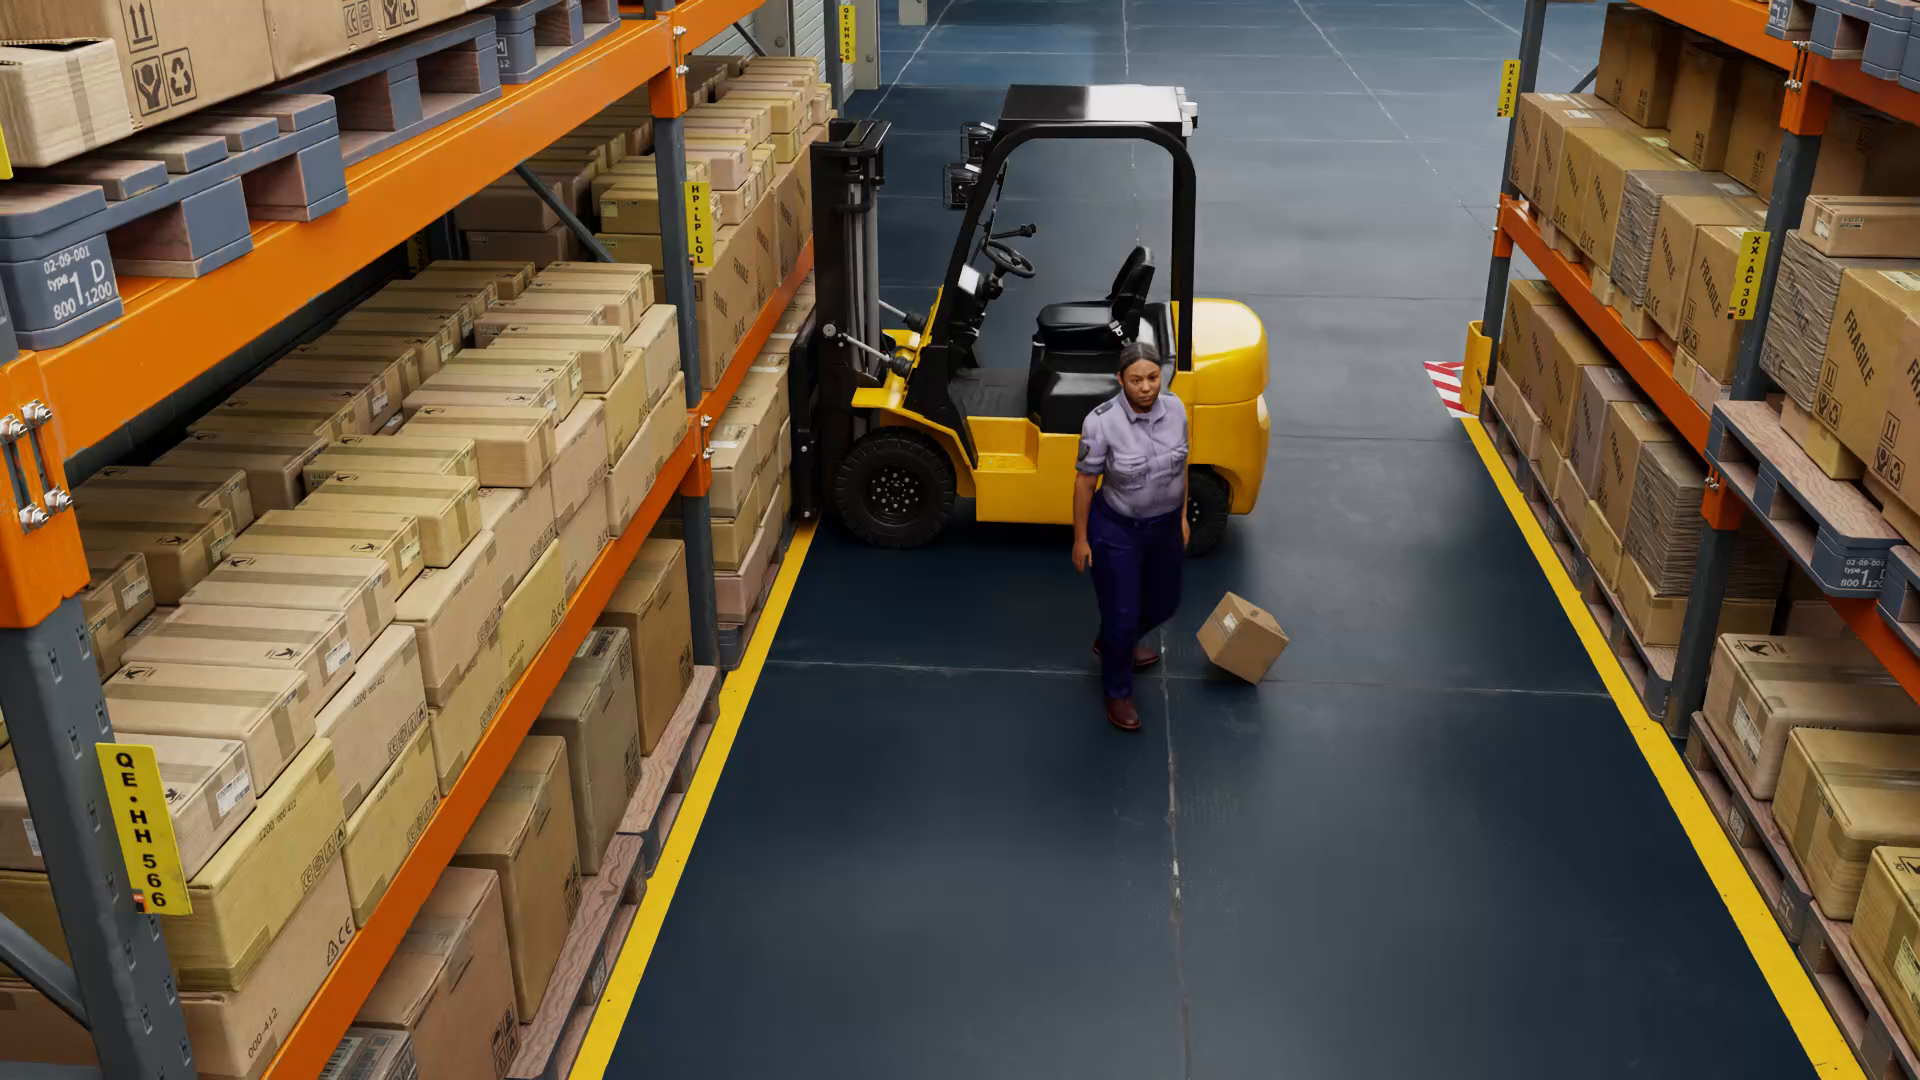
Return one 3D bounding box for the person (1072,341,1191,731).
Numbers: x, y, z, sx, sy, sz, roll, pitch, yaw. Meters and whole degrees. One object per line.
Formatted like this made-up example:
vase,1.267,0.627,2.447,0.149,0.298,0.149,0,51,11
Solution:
person,0.677,-0.067,6.779,0.556,1.638,0.558,-13,28,-25
